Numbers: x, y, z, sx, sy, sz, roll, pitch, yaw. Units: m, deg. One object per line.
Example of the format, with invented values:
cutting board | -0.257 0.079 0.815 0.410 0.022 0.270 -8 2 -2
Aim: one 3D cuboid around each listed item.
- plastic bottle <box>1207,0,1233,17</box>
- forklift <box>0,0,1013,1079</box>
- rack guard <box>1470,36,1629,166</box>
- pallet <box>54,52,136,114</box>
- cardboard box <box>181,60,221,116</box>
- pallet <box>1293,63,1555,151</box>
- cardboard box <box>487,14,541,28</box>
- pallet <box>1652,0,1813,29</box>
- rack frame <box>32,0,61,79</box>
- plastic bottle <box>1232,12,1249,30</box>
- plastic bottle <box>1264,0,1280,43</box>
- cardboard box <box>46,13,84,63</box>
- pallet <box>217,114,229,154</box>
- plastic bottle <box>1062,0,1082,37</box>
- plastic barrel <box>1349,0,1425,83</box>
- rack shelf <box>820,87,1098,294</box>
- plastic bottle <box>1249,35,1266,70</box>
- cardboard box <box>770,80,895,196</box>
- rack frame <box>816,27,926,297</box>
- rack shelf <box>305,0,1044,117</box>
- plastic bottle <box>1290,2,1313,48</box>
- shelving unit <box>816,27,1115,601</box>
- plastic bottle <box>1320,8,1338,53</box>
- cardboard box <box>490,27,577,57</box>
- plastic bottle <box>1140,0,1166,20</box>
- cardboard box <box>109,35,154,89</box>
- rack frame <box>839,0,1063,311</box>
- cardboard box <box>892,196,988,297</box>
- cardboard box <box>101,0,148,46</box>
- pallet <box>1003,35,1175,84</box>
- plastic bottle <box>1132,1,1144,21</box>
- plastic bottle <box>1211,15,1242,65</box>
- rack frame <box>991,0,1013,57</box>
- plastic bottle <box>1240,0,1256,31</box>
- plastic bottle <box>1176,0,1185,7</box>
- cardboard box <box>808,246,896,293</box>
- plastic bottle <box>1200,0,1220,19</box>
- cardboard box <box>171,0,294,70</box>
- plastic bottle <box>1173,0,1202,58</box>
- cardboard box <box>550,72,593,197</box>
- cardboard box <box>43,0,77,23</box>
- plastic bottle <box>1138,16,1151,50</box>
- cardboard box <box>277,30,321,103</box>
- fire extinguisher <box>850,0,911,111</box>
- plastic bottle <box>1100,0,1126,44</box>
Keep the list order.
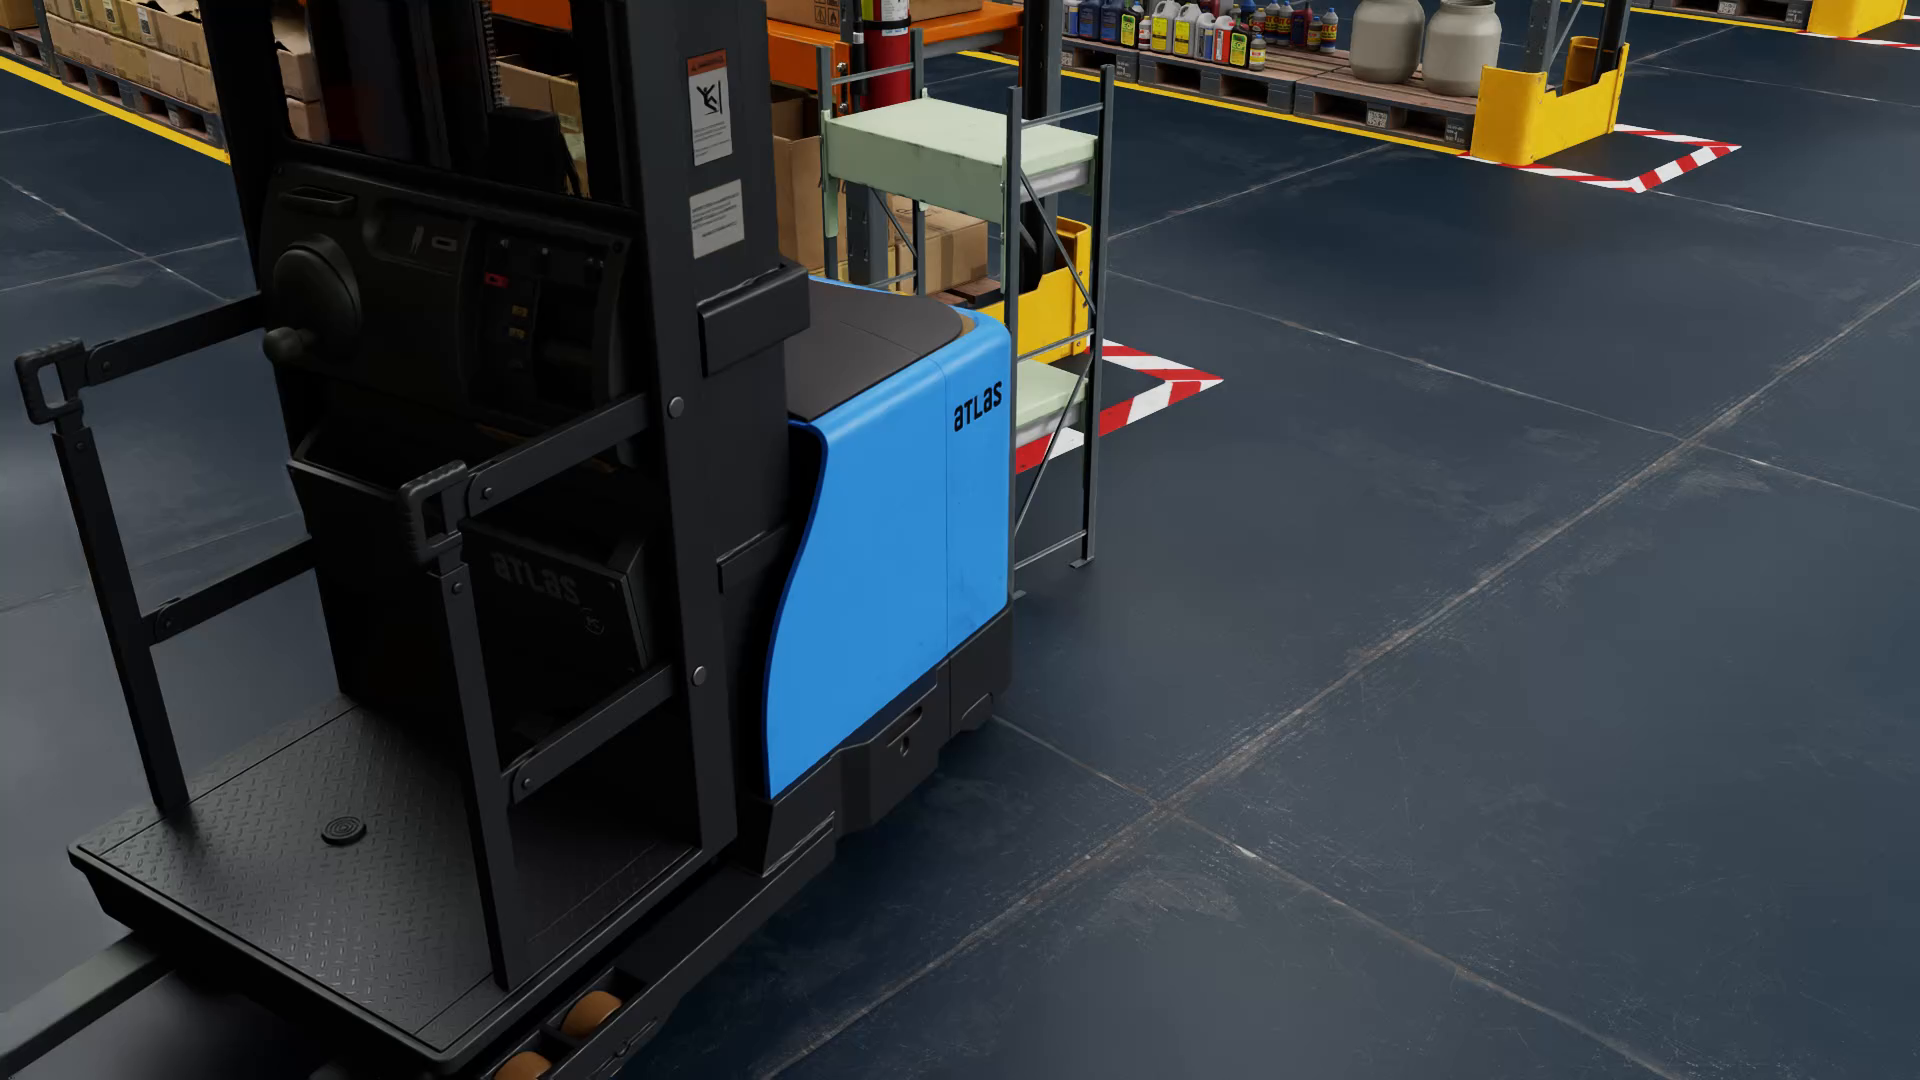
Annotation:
plastic bottle | 1.755 -3.578 11.285 0.152 0.276 0.135 -25 36 -38
forklift | -1.076 -0.419 2.897 1.130 2.935 3.031 16 32 28
rack guard | 3.378 -2.523 9.511 0.348 0.500 1.175 25 36 38
pallet | -5.155 -3.072 10.865 1.213 0.211 1.003 25 36 38
cardboard box | -4.086 -2.623 9.519 0.500 0.250 0.500 -24 36 -38
pallet | 2.803 -2.662 10.086 1.213 0.211 1.003 25 36 38
cardboard box | -2.030 -2.338 8.170 0.500 0.500 0.500 25 36 38
pallet | 6.329 -4.331 13.260 1.213 0.211 1.003 25 36 38
rack frame | -5.715 -4.588 10.752 0.127 3.000 1.000 25 36 38
plastic bottle | 1.762 -3.193 10.546 0.133 0.283 0.061 25 36 38
plastic bottle | 2.075 -3.447 11.041 0.097 0.271 0.097 0 28 0
cardboard box | -5.547 -3.288 10.784 0.500 0.250 0.500 24 36 38
pallet | -3.415 -2.276 9.351 1.213 0.211 1.003 25 36 38
plastic bottle | 0.783 -3.569 11.268 0.152 0.276 0.135 -24 36 -37
plastic barrel | 2.585 -3.058 10.064 0.421 0.512 0.421 0 28 0
rack shelf | 0.005 -1.007 4.715 0.720 0.370 0.431 25 36 38
plastic bottle | 1.848 -3.030 10.323 0.097 0.201 0.097 0 28 0
cardboard box | -0.594 -1.690 6.938 0.500 0.500 0.500 25 36 38
rack frame | -0.256 -0.781 5.124 0.023 1.500 0.400 25 36 38
rack shelf | -1.436 -2.312 7.196 4.000 0.370 1.077 25 36 38
plastic bottle | 2.242 -3.387 10.915 0.061 0.283 0.133 -25 36 -38
shelving unit | 0.005 -0.662 4.897 0.755 1.500 0.431 25 36 38
plastic bottle | 2.391 -3.302 10.766 0.097 0.271 0.097 0 28 0
cardboard box | -2.038 -2.002 7.532 0.500 0.500 0.500 25 36 38
plastic bottle | 1.325 -3.680 11.479 0.135 0.276 0.152 25 36 38
cardboard box | -4.813 -2.957 10.154 0.500 0.250 0.500 23 36 37
rack frame | -0.010 -1.977 5.788 0.127 3.000 1.000 25 36 38
cardboard box | -0.237 -1.195 6.803 0.500 0.250 0.500 25 36 38
cardboard box | -4.805 -3.201 10.015 0.500 0.311 0.500 23 36 37
pallet | 1.063 -3.458 11.600 1.213 0.211 1.003 25 36 38
plastic bottle | 1.163 -3.414 10.979 0.097 0.271 0.097 0 28 0
plastic bottle | 1.688 -3.154 10.480 0.135 0.276 0.152 25 37 39
rack frame | 0.613 -4.925 11.394 0.127 3.000 1.000 25 36 38
plastic bottle | 1.931 -3.513 11.166 0.097 0.271 0.097 0 28 0
plastic bottle | 1.557 -3.701 11.512 0.061 0.283 0.133 -22 35 -36
cardboard box | -0.600 -1.023 6.476 0.500 0.250 0.500 25 36 38
plastic bottle | 1.680 -3.545 11.215 0.133 0.283 0.061 25 36 38
cardboard box | -4.082 -2.868 9.382 0.500 0.311 0.500 24 36 38
plastic bottle | 1.468 -3.285 10.649 0.144 0.351 0.185 -24 36 -37
cardboard box | -1.324 -1.676 6.912 0.500 0.500 0.500 25 36 38
cardboard box | -5.547 -3.536 10.653 0.500 0.311 0.500 -24 36 -38
plastic bottle | 1.218 -3.319 10.872 0.097 0.201 0.097 0 28 0
cardboard box | -3.352 -2.537 8.752 0.500 0.311 0.500 25 36 38
fire extinguisher | -0.251 -1.750 5.439 0.183 0.674 0.296 25 36 38
plastic bottle | 1.032 -3.485 11.028 0.185 0.351 0.144 23 35 36
